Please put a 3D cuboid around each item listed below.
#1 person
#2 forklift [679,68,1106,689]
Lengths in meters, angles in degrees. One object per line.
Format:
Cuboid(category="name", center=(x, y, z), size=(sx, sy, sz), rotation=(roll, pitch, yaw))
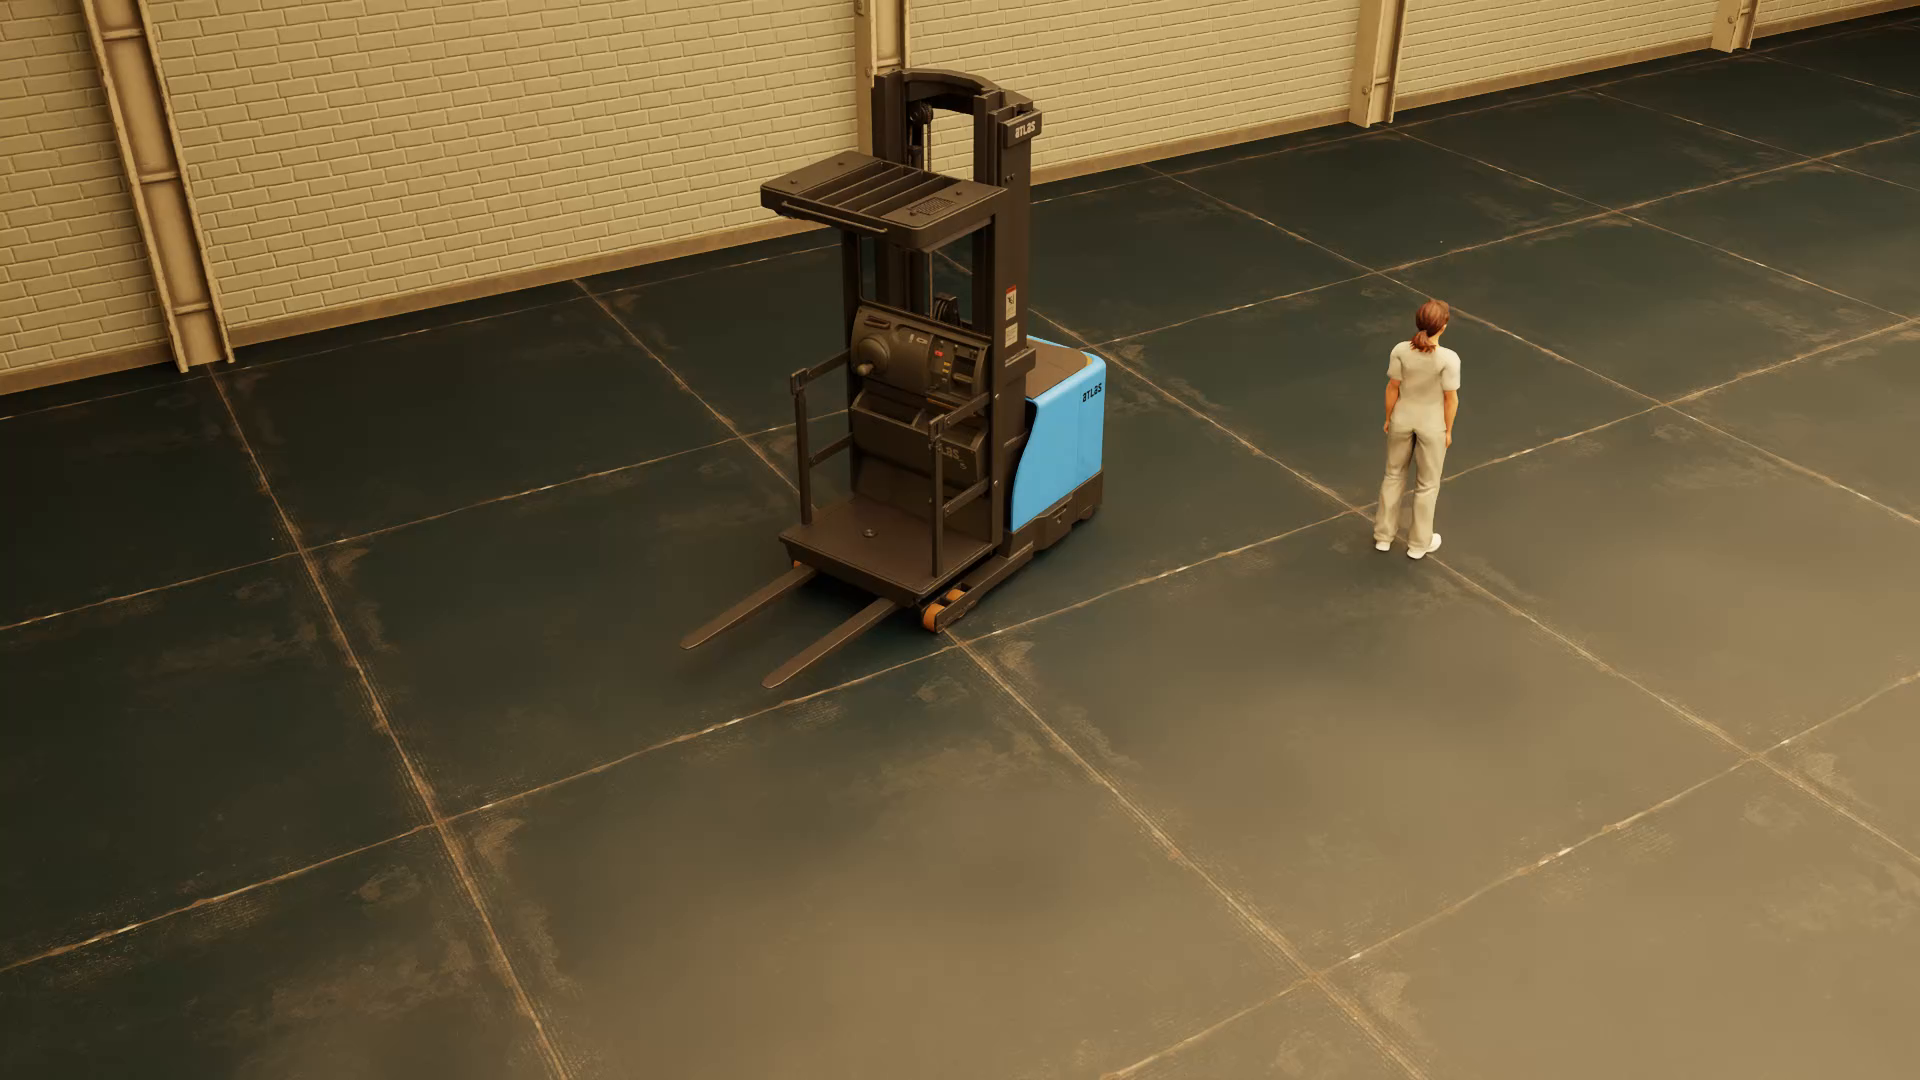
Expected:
Cuboid(category="person", center=(2.753, -0.673, 9.999), size=(0.431, 1.671, 0.390), rotation=(17, 35, 26))
Cuboid(category="forklift", center=(-0.365, -1.007, 9.329), size=(1.130, 2.935, 3.031), rotation=(21, 37, 31))
